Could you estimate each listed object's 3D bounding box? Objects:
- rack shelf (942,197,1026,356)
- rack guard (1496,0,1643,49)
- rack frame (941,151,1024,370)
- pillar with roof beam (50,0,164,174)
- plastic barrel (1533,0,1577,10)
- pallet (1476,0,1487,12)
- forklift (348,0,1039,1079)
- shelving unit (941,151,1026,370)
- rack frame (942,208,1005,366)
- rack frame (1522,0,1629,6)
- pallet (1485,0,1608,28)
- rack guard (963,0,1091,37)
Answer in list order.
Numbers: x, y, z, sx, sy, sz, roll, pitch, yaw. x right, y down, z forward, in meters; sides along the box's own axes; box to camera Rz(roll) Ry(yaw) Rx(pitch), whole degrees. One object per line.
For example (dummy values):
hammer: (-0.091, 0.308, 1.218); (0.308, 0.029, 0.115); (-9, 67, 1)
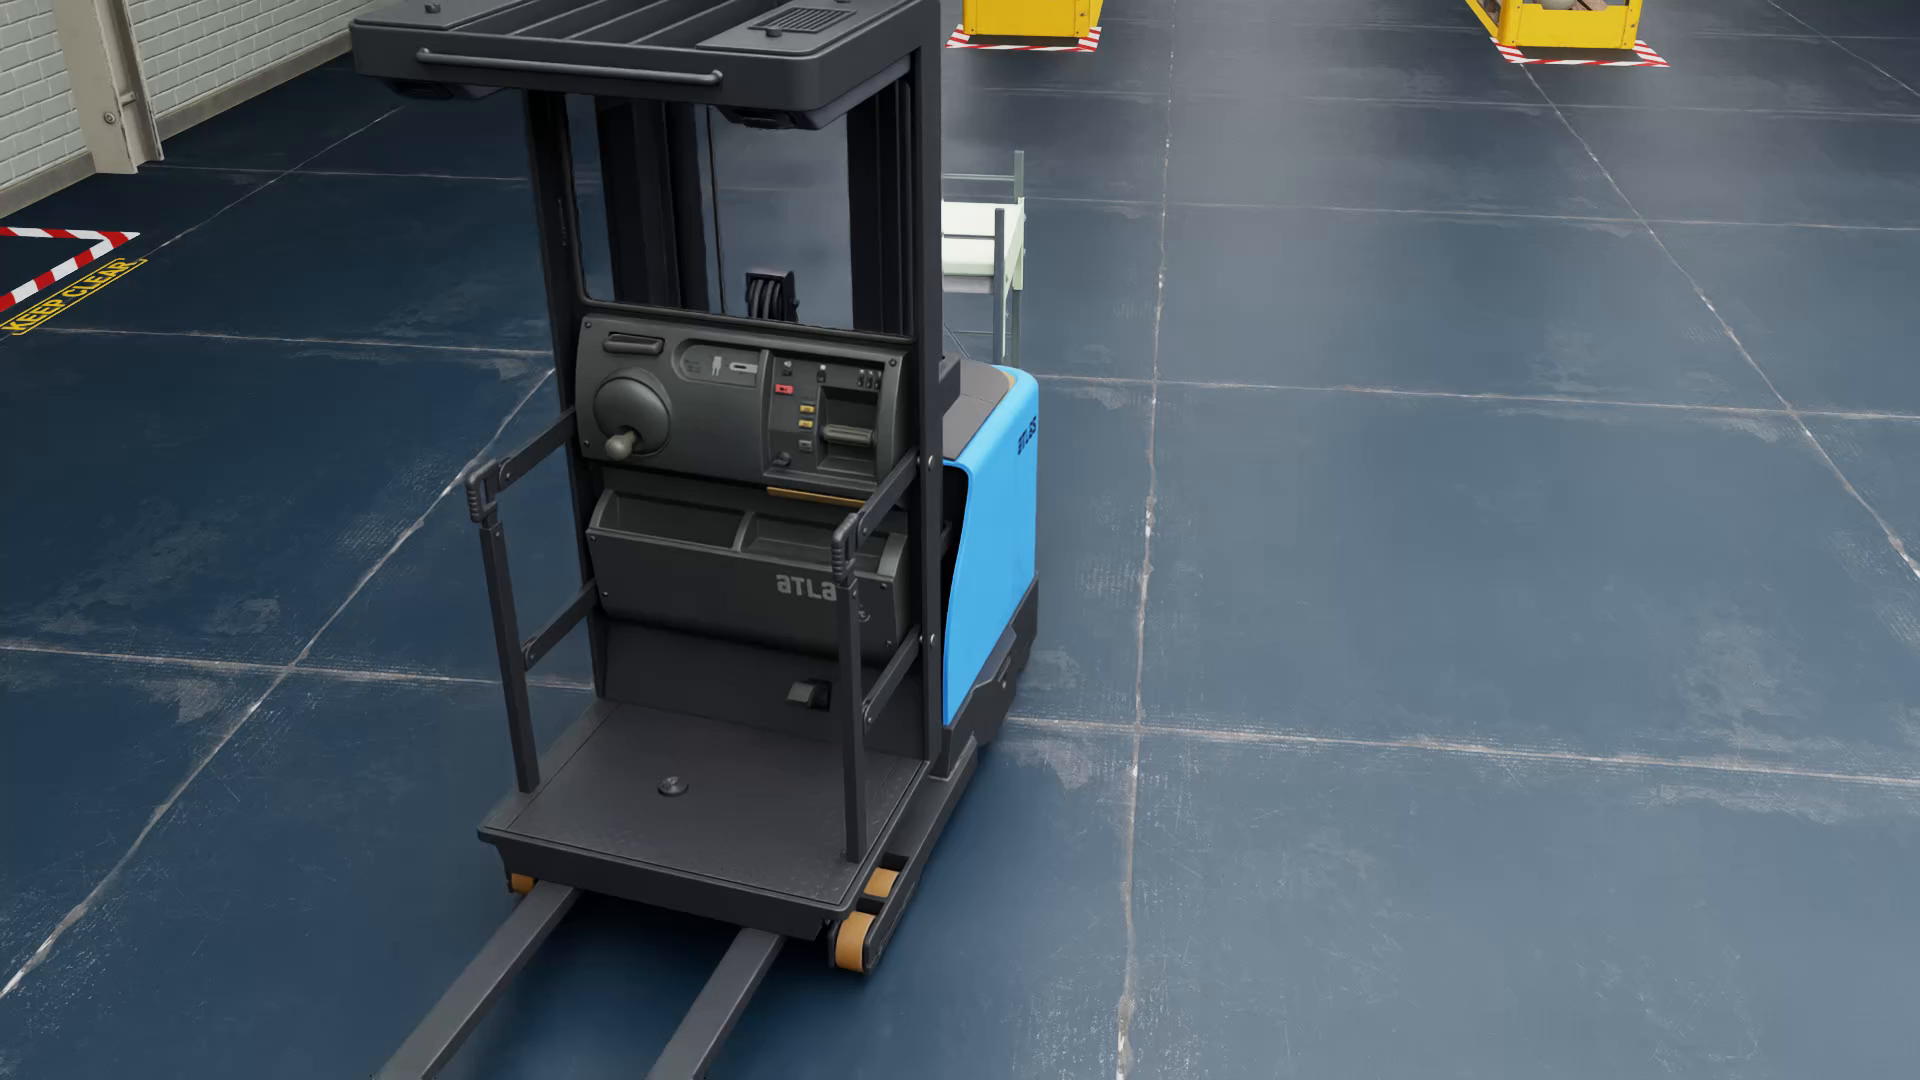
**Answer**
rack shelf: (-0.001, -1.001, 6.203); (0.431, 0.370, 0.720); (3, 28, 6)
rack guard: (5.503, -4.741, 15.024); (1.175, 0.500, 0.348); (3, 28, 6)
rack frame: (0.044, -0.829, 6.708); (0.400, 1.500, 0.023); (3, 28, 6)
pillar with roof beam: (-1.527, -6.326, 9.004); (9.100, 9.000, 0.400); (3, 28, 6)
plastic barrel: (5.546, -5.207, 15.433); (0.421, 0.512, 0.421); (0, 28, 0)
pallet: (5.760, -5.569, 16.865); (1.003, 0.211, 1.213); (3, 28, 6)
forklift: (-0.663, -0.322, 4.257); (1.130, 2.935, 3.031); (9, 30, 16)
shelving unit: (-0.001, -0.657, 6.388); (0.431, 1.500, 0.755); (3, 28, 6)
rack frame: (-0.046, -0.485, 6.069); (0.400, 1.500, 0.023); (3, 28, 6)
rack frame: (5.541, -5.803, 14.360); (1.000, 3.000, 0.127); (3, 28, 6)
pallet: (5.608, -4.996, 15.802); (1.003, 0.211, 1.213); (3, 28, 6)
rack guard: (0.622, -4.981, 15.469); (1.175, 0.500, 0.348); (3, 28, 6)
